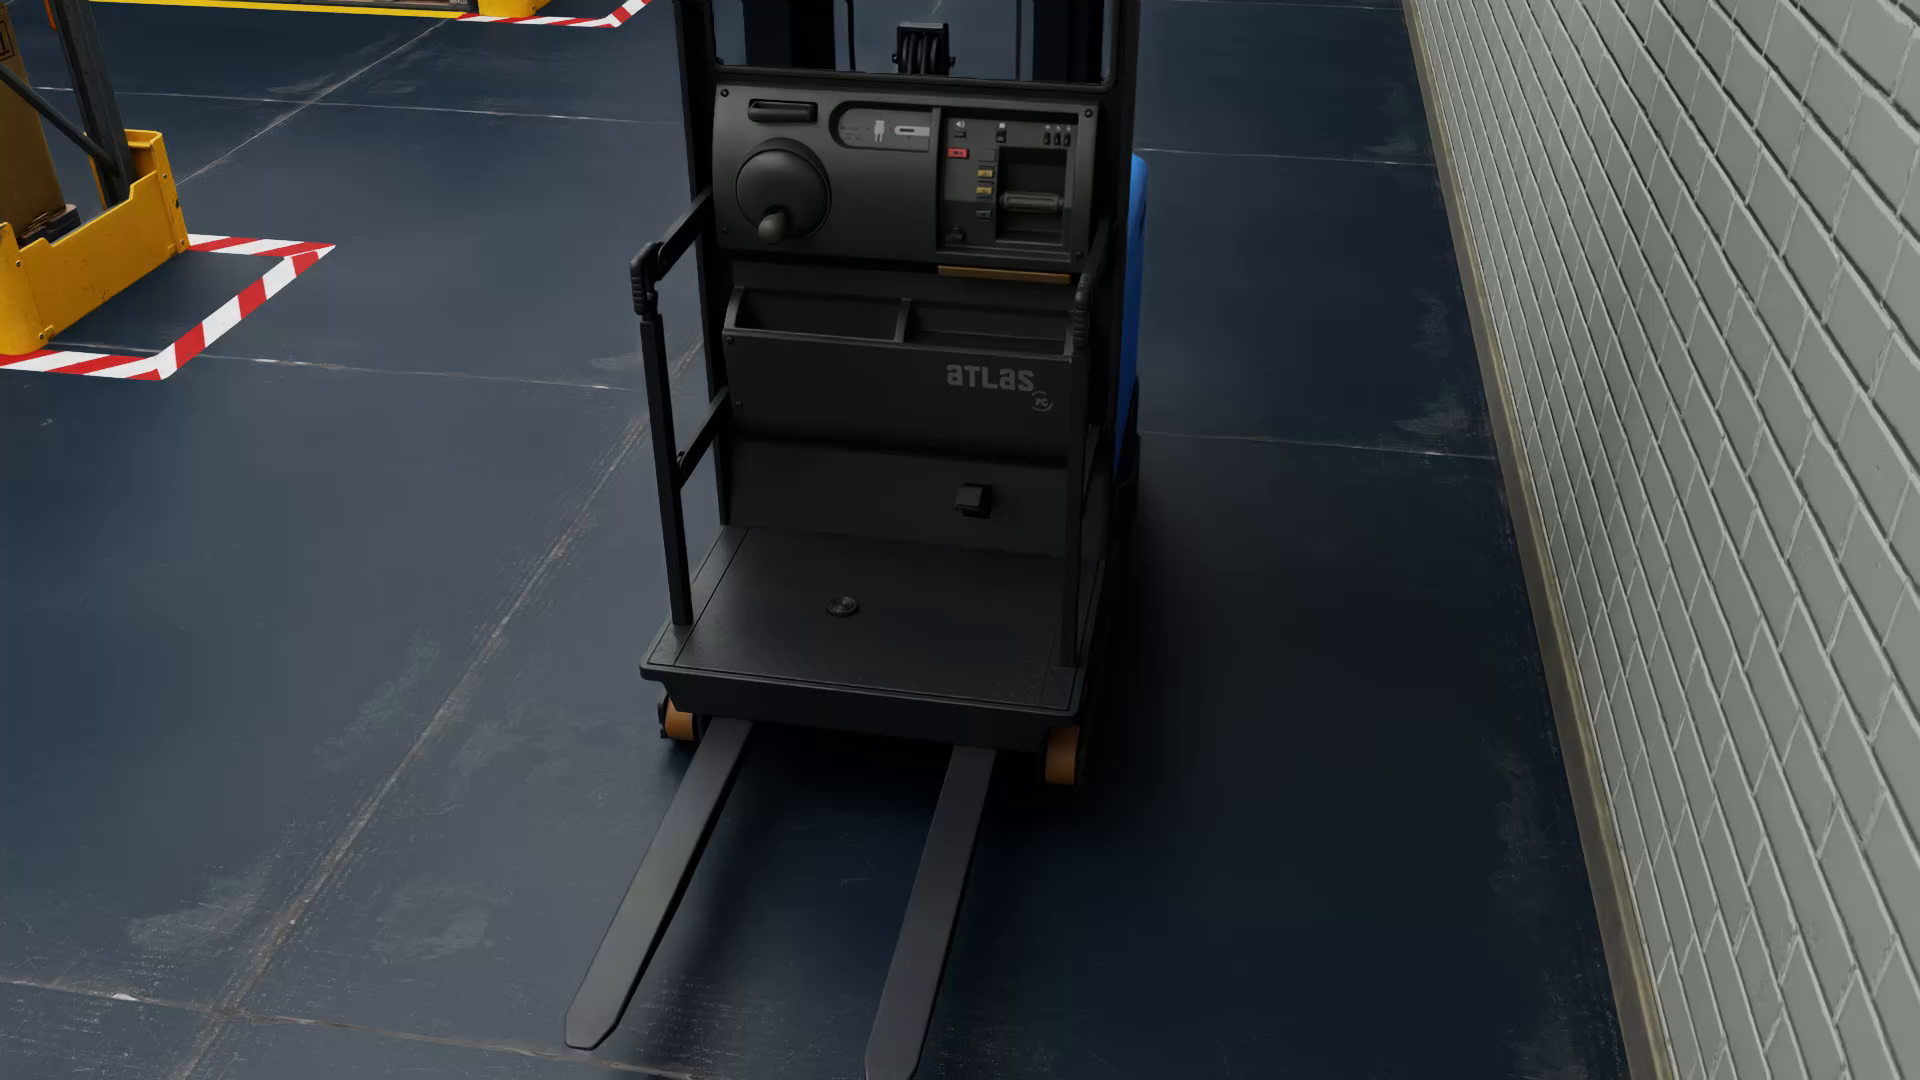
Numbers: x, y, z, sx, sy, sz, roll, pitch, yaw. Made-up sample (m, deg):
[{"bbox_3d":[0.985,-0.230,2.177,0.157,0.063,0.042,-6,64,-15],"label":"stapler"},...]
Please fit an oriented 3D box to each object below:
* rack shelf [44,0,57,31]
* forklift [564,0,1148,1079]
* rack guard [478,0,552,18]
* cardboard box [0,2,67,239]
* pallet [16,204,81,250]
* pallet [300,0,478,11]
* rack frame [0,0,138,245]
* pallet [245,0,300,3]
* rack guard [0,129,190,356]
[{"bbox_3d":[-5.637,-2.171,6.569,4.000,0.370,1.077,5,32,8],"label":"rack shelf"},{"bbox_3d":[-0.174,-0.824,3.804,1.130,2.935,3.031,6,32,9],"label":"forklift"},{"bbox_3d":[-2.807,-3.832,10.902,0.348,0.500,1.175,5,32,8],"label":"rack guard"},{"bbox_3d":[-4.310,-1.590,6.569,0.875,0.875,0.875,5,32,8],"label":"cardboard box"},{"bbox_3d":[-4.467,-1.145,6.881,1.213,0.211,1.003,5,32,8],"label":"pallet"},{"bbox_3d":[-3.639,-3.799,11.121,1.213,0.211,1.003,5,32,8],"label":"pallet"},{"bbox_3d":[-3.666,-2.297,6.093,0.127,3.000,1.000,5,32,8],"label":"rack frame"},{"bbox_3d":[-4.838,-3.909,11.297,1.213,0.211,1.003,5,32,8],"label":"pallet"},{"bbox_3d":[-3.642,-1.235,6.752,0.348,0.500,1.175,5,32,8],"label":"rack guard"}]
